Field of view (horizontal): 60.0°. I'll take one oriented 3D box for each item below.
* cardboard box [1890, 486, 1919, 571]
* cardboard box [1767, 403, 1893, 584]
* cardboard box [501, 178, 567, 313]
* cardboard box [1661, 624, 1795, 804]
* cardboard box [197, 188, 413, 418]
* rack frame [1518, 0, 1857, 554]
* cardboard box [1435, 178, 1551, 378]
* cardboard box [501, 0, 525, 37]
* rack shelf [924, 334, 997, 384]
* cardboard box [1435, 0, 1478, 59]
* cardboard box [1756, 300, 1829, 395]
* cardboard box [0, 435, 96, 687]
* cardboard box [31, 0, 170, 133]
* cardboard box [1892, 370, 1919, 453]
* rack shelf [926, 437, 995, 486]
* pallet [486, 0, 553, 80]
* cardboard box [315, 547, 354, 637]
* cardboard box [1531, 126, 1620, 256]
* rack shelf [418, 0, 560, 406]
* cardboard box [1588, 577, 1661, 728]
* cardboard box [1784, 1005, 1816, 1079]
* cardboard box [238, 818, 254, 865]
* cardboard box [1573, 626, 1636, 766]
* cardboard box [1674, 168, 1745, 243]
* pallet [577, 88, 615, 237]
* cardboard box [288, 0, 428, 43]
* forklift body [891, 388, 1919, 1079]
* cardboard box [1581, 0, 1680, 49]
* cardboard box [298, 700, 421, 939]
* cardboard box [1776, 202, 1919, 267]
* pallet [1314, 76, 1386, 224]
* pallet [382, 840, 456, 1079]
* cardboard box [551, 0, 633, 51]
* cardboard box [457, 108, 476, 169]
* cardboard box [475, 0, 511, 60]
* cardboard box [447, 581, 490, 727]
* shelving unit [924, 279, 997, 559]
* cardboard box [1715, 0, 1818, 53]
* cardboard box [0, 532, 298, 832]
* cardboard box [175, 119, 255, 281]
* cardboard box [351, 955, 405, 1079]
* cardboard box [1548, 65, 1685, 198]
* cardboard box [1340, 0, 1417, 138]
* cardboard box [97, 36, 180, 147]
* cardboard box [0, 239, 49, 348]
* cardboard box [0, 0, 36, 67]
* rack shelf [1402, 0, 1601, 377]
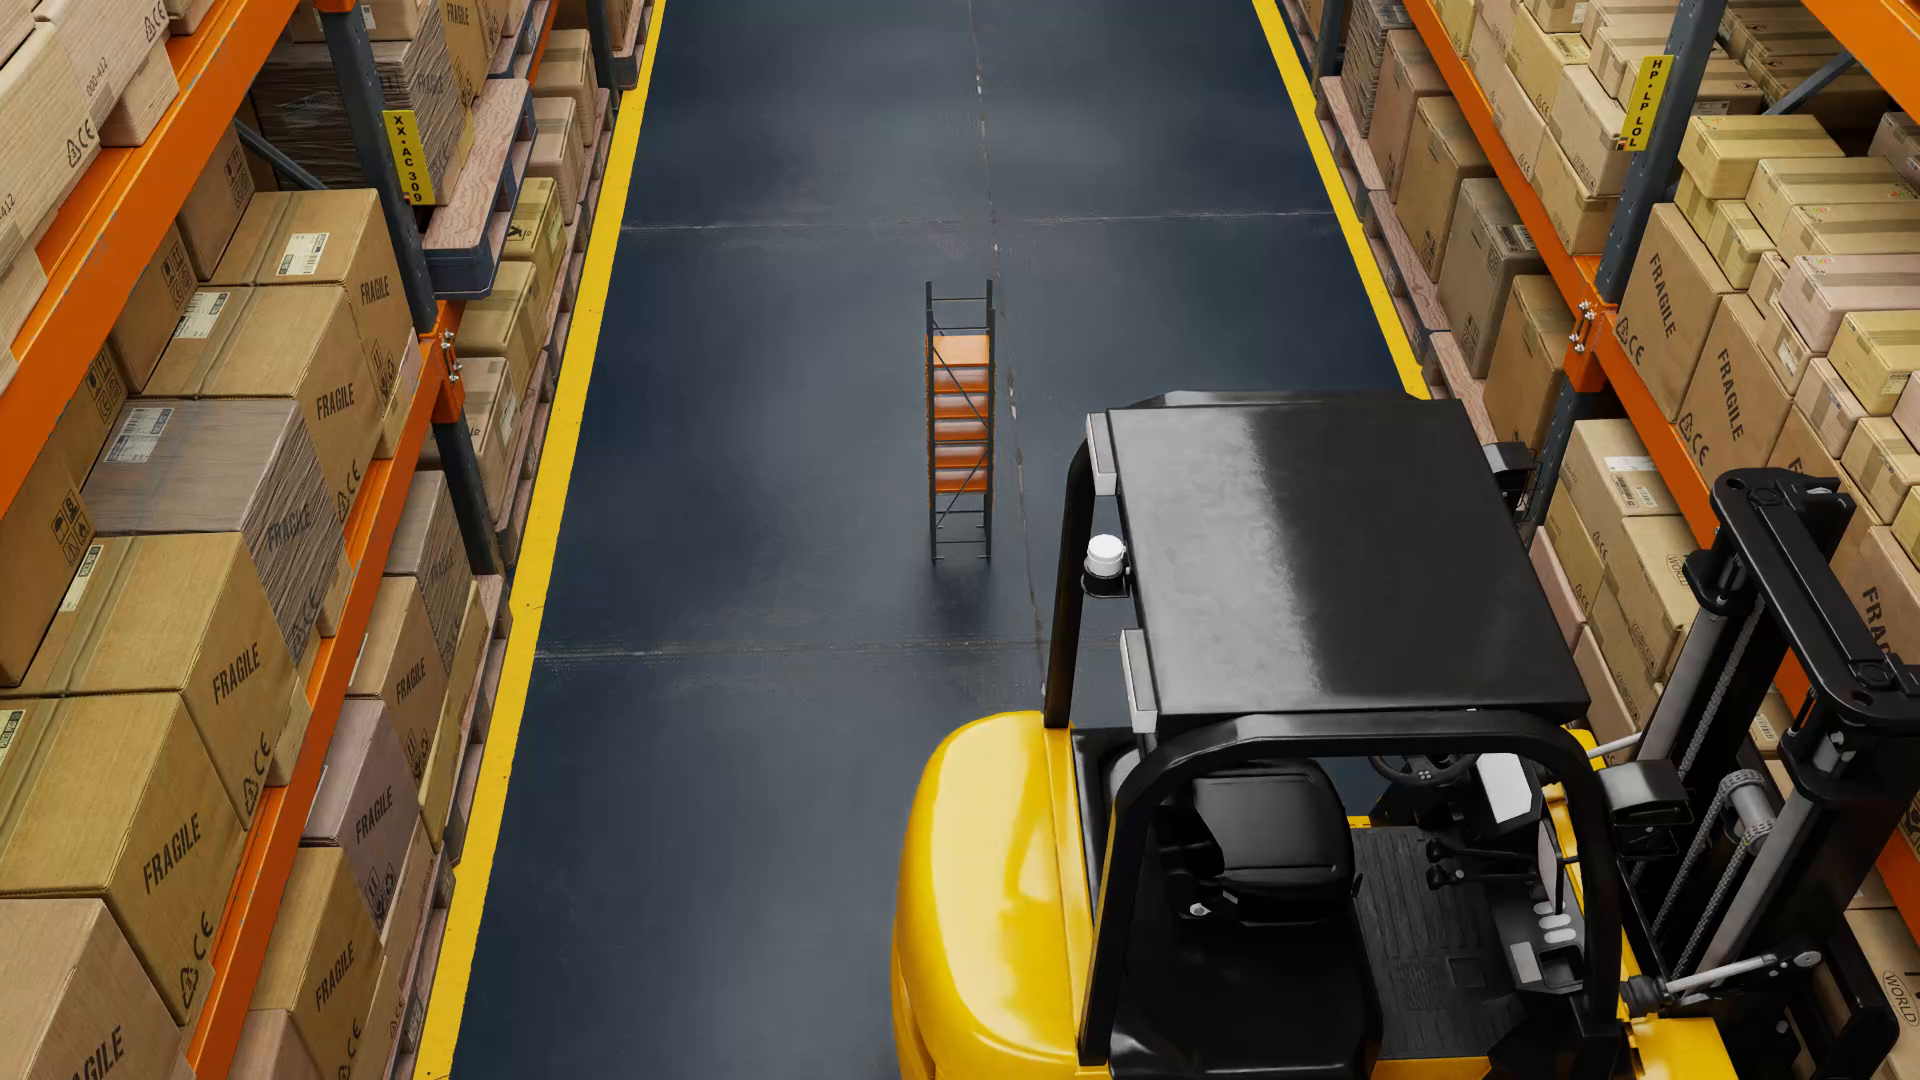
[{"bbox_3d":[2.493,-0.004,3.980,0.380,0.149,0.250,-2,43,-3],"label":"cardboard box"},{"bbox_3d":[2.515,-0.032,4.491,0.500,0.500,0.500,-2,43,-2],"label":"cardboard box"},{"bbox_3d":[-2.353,-1.345,7.631,0.950,0.372,0.625,0,43,0],"label":"cardboard box"},{"bbox_3d":[2.447,0.512,4.956,0.500,0.250,0.500,0,43,0],"label":"cardboard box"},{"bbox_3d":[-1.996,-0.704,5.004,0.500,0.500,0.500,-3,43,-3],"label":"cardboard box"},{"bbox_3d":[2.696,-0.995,5.616,1.000,3.000,0.127,-2,43,-2],"label":"rack frame"},{"bbox_3d":[2.637,-1.151,7.232,0.875,0.625,0.625,-2,43,-2],"label":"cardboard box"},{"bbox_3d":[-1.998,-2.175,6.778,0.380,0.149,0.250,0,43,0],"label":"cardboard box"},{"bbox_3d":[0.001,-0.665,6.121,0.258,0.103,0.180,-2,43,-2],"label":"rack shelf"},{"bbox_3d":[2.366,-2.296,7.146,0.500,0.250,0.500,0,43,0],"label":"cardboard box"},{"bbox_3d":[2.435,-0.530,4.554,0.380,0.149,0.250,-1,43,-1],"label":"cardboard box"},{"bbox_3d":[-2.354,-0.028,3.526,0.700,0.500,0.500,-2,43,-2],"label":"cardboard box"},{"bbox_3d":[-1.946,-1.034,3.329,0.500,0.250,0.500,-2,43,-2],"label":"cardboard box"},{"bbox_3d":[2.547,-0.290,4.072,0.380,0.149,0.250,-2,43,-2],"label":"cardboard box"},{"bbox_3d":[0.001,-0.311,6.445,0.258,0.103,0.180,-2,43,-2],"label":"rack shelf"},{"bbox_3d":[-2.308,-2.145,7.012,1.003,0.211,1.213,-2,43,-2],"label":"pallet"},{"bbox_3d":[-1.898,0.136,4.567,0.380,0.149,0.250,-2,43,-2],"label":"cardboard box"},{"bbox_3d":[2.413,-1.273,6.029,0.500,0.250,0.500,-1,43,-1],"label":"cardboard box"},{"bbox_3d":[-2.348,-1.935,7.174,1.077,0.370,4.000,-2,43,-2],"label":"rack shelf"},{"bbox_3d":[2.432,0.355,5.497,0.500,0.250,0.500,-2,43,-2],"label":"cardboard box"},{"bbox_3d":[2.480,1.373,4.386,0.500,0.250,0.500,-3,43,-3],"label":"cardboard box"},{"bbox_3d":[-1.918,0.654,4.002,0.380,0.149,0.250,-3,43,-3],"label":"cardboard box"},{"bbox_3d":[2.423,0.542,5.663,0.500,0.250,0.500,-3,43,-3],"label":"cardboard box"},{"bbox_3d":[2.447,-1.048,5.120,0.380,0.149,0.250,-2,43,-2],"label":"cardboard box"},{"bbox_3d":[-2.401,-1.995,8.770,1.003,0.211,1.213,-2,43,-2],"label":"pallet"},{"bbox_3d":[-1.930,-1.718,5.320,0.380,0.149,0.250,-2,43,-2],"label":"cardboard box"},{"bbox_3d":[0.963,0.790,4.296,2.313,2.155,1.214,-2,43,-2],"label":"forklift body"},{"bbox_3d":[2.473,-1.836,5.979,0.380,0.149,0.250,-2,43,-2],"label":"cardboard box"},{"bbox_3d":[-1.924,0.812,4.814,0.500,0.500,0.500,0,43,0],"label":"cardboard box"},{"bbox_3d":[2.534,-0.811,4.641,0.380,0.149,0.250,-2,43,-3],"label":"cardboard box"},{"bbox_3d":[2.522,-2.111,8.897,1.003,0.211,1.213,-2,43,-2],"label":"pallet"},{"bbox_3d":[-2.144,1.456,5.006,1.003,0.211,1.213,-2,43,-2],"label":"pallet"},{"bbox_3d":[-2.379,-3.391,9.491,0.875,0.875,0.875,-2,43,-2],"label":"cardboard box"},{"bbox_3d":[-1.973,-1.463,6.002,0.380,0.149,0.250,-1,43,-1],"label":"cardboard box"},{"bbox_3d":[-2.026,-2.149,6.269,0.500,0.500,0.500,-2,43,-2],"label":"cardboard box"},{"bbox_3d":[-1.969,0.400,5.818,0.500,0.250,0.500,0,43,0],"label":"cardboard box"},{"bbox_3d":[0.001,-0.433,6.334,0.258,1.200,0.189,-2,43,-2],"label":"shelving unit"},{"bbox_3d":[2.927,-1.866,6.012,0.380,0.149,0.250,-2,43,-2],"label":"cardboard box"},{"bbox_3d":[-1.914,0.339,3.866,0.500,0.500,0.500,-2,43,-3],"label":"cardboard box"},{"bbox_3d":[-2.461,-1.062,4.655,0.700,0.500,0.500,-2,43,-2],"label":"cardboard box"},{"bbox_3d":[-1.901,1.444,4.679,0.500,0.250,0.500,1,43,1],"label":"cardboard box"},{"bbox_3d":[2.420,-1.448,5.851,0.500,0.250,0.500,-2,43,-3],"label":"cardboard box"},{"bbox_3d":[2.539,-2.553,8.763,0.875,0.625,0.625,0,43,0],"label":"cardboard box"},{"bbox_3d":[-1.915,-0.964,3.548,0.380,0.149,0.250,-1,43,-1],"label":"cardboard box"},{"bbox_3d":[-1.893,-0.445,2.982,0.380,0.149,0.250,-3,43,-3],"label":"cardboard box"},{"bbox_3d":[-1.870,-0.906,2.894,0.380,0.149,0.250,-1,43,-1],"label":"cardboard box"},{"bbox_3d":[2.611,-2.080,7.332,1.077,0.370,4.000,-2,43,-2],"label":"rack shelf"}]
